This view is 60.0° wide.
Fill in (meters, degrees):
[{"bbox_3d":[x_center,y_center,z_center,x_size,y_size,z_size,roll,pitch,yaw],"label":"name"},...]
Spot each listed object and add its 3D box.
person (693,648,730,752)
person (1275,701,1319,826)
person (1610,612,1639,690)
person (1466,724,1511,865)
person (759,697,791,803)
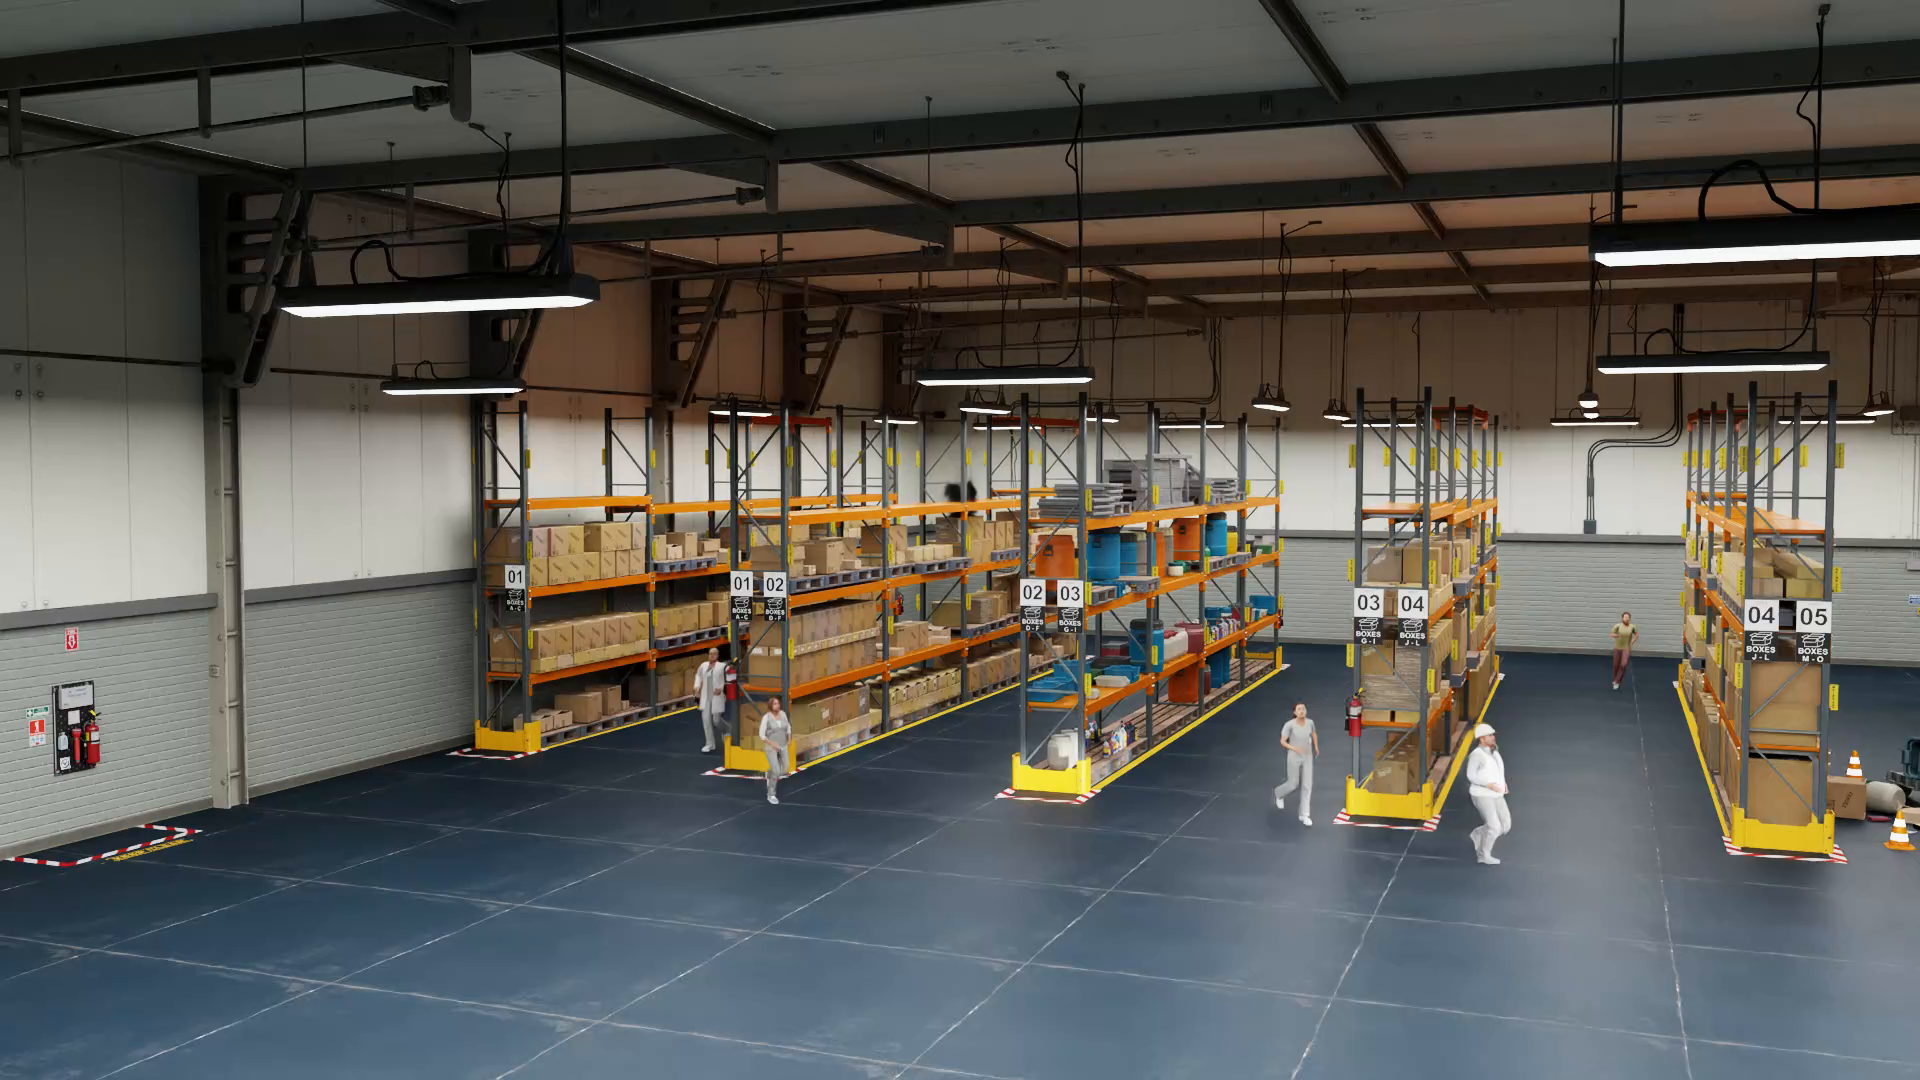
[{"bbox_3d":[-4.266,2.733,28.684,0.742,1.748,0.866,1,3,13],"label":"person"},{"bbox_3d":[4.697,3.058,23.075,0.578,1.669,0.895,-1,3,-11],"label":"person"},{"bbox_3d":[14.484,2.411,36.288,0.577,1.685,0.710,1,3,26],"label":"person"},{"bbox_3d":[6.529,3.136,20.549,0.652,1.722,0.604,-2,4,-40],"label":"person"},{"bbox_3d":[-2.686,3.055,24.245,0.562,1.565,0.609,-2,3,-34],"label":"person"}]
